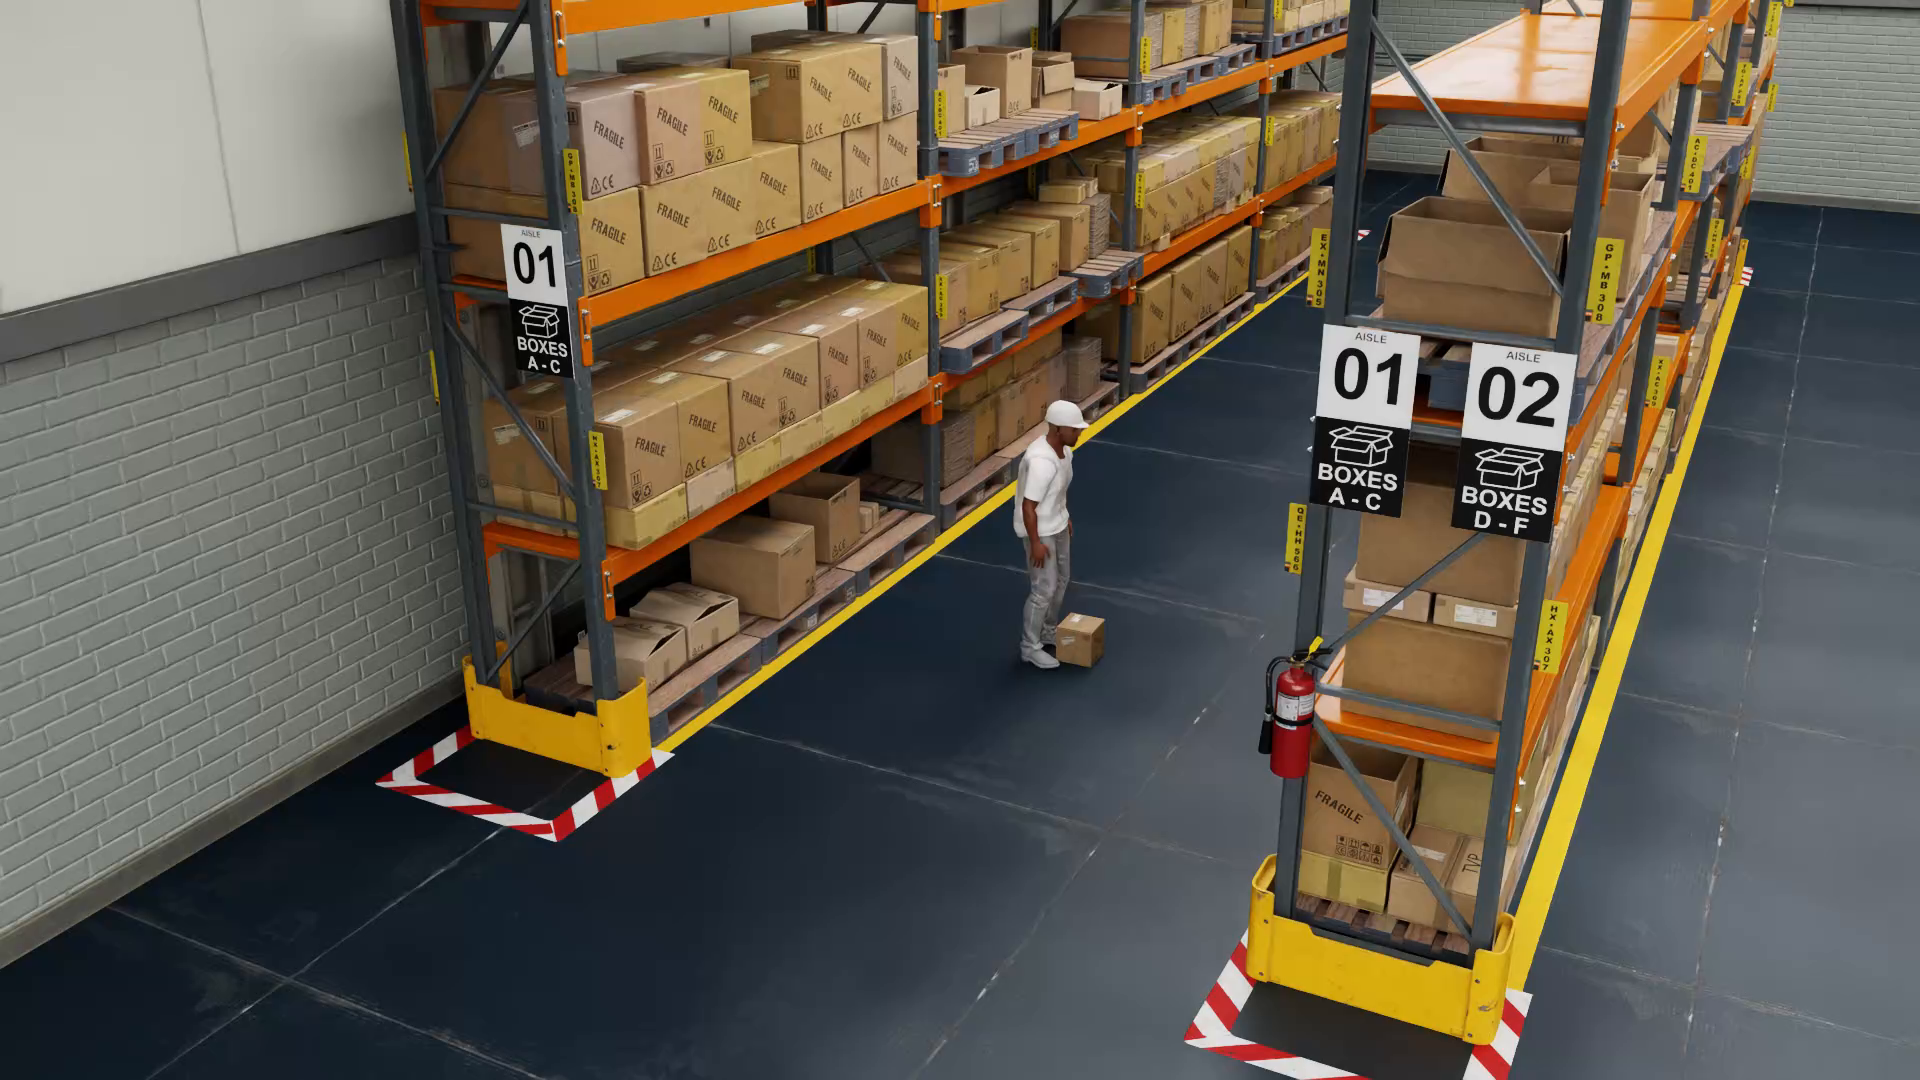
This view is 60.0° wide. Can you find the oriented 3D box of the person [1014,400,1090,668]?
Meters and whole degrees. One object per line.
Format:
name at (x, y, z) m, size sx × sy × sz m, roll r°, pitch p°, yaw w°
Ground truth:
person at (0.593, -0.069, 10.893) m, size 0.460 × 1.759 × 0.629 m, roll 10°, pitch 24°, yaw 22°
